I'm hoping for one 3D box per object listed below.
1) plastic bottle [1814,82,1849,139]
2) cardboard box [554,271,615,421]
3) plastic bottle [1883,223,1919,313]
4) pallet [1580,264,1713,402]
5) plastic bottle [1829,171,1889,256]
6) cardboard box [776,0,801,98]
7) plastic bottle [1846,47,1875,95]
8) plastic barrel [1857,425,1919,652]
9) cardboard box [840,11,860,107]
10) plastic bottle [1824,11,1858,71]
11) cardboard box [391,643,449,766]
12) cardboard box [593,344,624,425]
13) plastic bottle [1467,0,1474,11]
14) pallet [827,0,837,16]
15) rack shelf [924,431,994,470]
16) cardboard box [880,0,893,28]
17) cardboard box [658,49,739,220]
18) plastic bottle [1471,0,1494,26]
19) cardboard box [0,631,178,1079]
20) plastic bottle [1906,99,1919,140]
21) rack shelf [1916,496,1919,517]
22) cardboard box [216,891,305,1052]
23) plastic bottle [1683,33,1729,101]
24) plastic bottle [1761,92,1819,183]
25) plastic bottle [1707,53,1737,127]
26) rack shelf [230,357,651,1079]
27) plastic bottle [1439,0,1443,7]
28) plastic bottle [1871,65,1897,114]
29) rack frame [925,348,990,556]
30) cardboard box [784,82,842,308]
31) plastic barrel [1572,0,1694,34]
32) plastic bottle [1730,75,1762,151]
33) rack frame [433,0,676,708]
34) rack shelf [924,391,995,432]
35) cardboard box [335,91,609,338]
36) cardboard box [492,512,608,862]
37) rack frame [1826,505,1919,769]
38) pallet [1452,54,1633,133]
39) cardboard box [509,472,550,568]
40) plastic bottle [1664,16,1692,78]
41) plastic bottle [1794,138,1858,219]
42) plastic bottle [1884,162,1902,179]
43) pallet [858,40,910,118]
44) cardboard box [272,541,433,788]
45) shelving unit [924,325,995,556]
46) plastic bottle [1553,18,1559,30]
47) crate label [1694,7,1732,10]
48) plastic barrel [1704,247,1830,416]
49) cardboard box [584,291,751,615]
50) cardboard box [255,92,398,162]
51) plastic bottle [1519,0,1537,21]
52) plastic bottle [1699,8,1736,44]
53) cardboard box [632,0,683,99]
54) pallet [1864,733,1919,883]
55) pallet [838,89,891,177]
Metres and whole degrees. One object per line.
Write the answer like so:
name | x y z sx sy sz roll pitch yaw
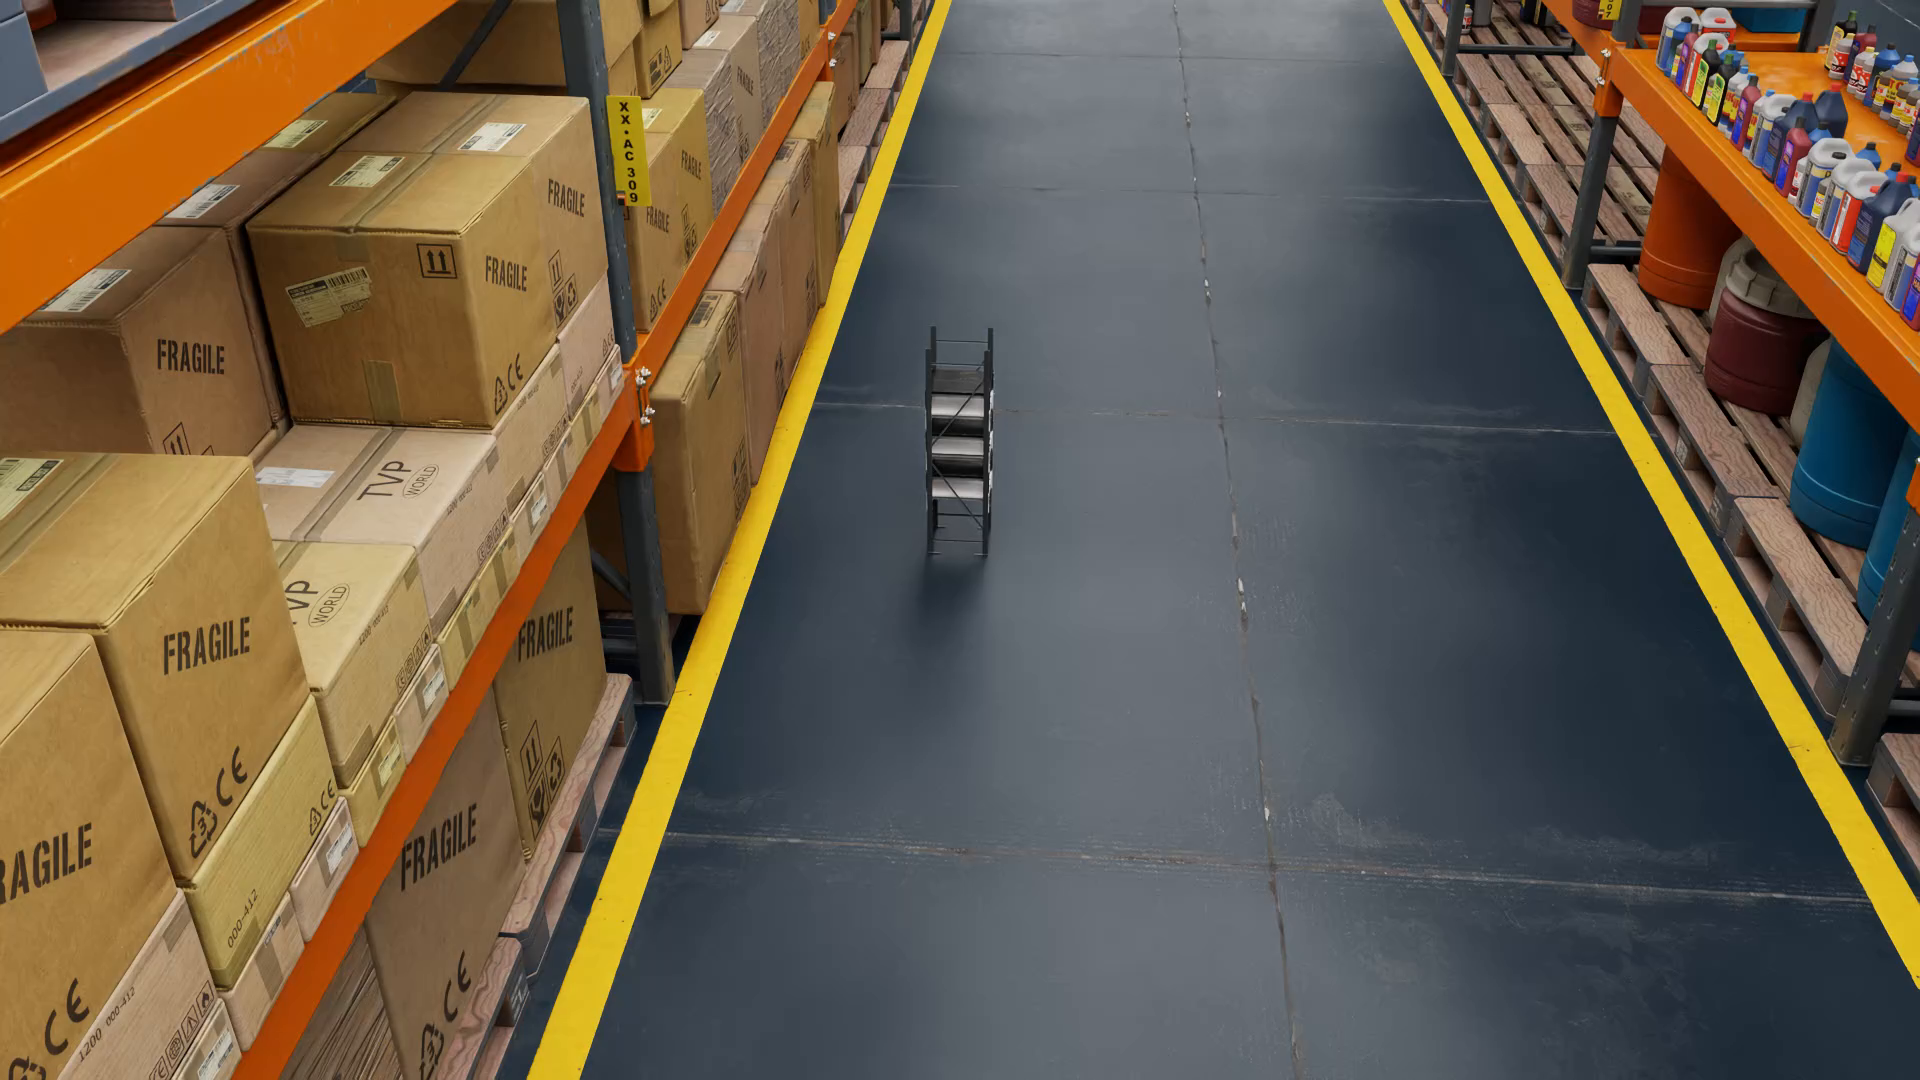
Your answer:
plastic bottle | 3.427 -1.646 6.609 0.144 0.351 0.185 2 32 4
cardboard box | -1.285 -0.565 4.667 0.500 0.250 0.500 2 32 3
plastic bottle | 3.165 -0.891 5.454 0.152 0.276 0.135 2 32 4
pallet | 3.729 -1.023 8.209 1.003 0.211 1.213 2 32 4
plastic bottle | 3.206 -1.154 5.882 0.152 0.276 0.135 2 32 4
cardboard box | -1.025 -2.349 7.607 0.500 0.500 0.500 2 32 4
plastic bottle | 4.097 -2.130 7.536 0.097 0.201 0.097 0 32 0
plastic barrel | 3.487 -0.102 5.656 0.600 0.901 0.708 2 32 4
cardboard box | -1.034 -3.189 11.029 0.700 0.500 0.500 0 32 0
plastic bottle | 4.144 -2.345 7.807 0.061 0.283 0.133 2 32 4
cardboard box | -1.335 0.341 3.576 0.380 0.149 0.250 3 32 5
cardboard box | -1.209 -0.464 4.883 0.380 0.149 0.250 3 32 4
plastic bottle | 3.842 -4.124 12.689 0.144 0.351 0.185 2 32 3
pallet | -1.233 -3.131 9.155 1.213 0.211 1.003 2 32 4
rack shelf | -0.001 -0.350 6.525 0.258 0.077 0.200 2 32 4
cardboard box | -0.787 -4.249 12.768 0.500 0.500 0.500 2 32 2
cardboard box | -1.143 -1.541 6.296 0.500 0.500 0.500 2 32 3
plastic bottle | 3.986 -4.118 12.679 0.144 0.351 0.185 2 32 4
cardboard box | -1.488 0.465 2.282 0.500 0.500 0.500 2 32 3
plastic bottle | 4.042 -1.773 6.958 0.097 0.201 0.097 0 32 0
rack shelf | 3.263 0.820 3.247 1.077 0.370 4.000 2 32 4
cardboard box | -1.397 0.746 2.920 0.380 0.149 0.250 2 32 3
plastic bottle | 3.356 -2.117 7.444 0.152 0.276 0.135 2 32 4
plastic bottle | 3.264 -1.582 6.505 0.144 0.351 0.185 2 32 4
plastic bottle | 3.281 -1.931 7.136 0.061 0.283 0.133 2 32 4
rack shelf | -1.674 0.608 3.590 1.077 0.370 4.000 2 32 4
plastic bottle | 3.884 -4.394 13.126 0.144 0.351 0.185 2 32 4
plastic bottle | 4.073 -1.977 7.288 0.097 0.201 0.097 0 32 0
rack frame | -0.009 -0.326 6.421 0.240 0.900 0.006 2 32 4
cardboard box | -1.262 -1.750 8.355 1.225 0.875 0.875 1 32 2
plastic barrel | 3.487 -2.938 8.528 0.600 0.536 0.708 2 32 4
plastic bottle | 3.254 -1.760 6.857 0.061 0.283 0.133 2 32 4
rack frame | -1.511 -0.744 5.098 1.000 3.000 0.127 2 32 4
rack shelf | -0.001 -0.504 6.430 0.258 0.077 0.200 2 32 4
cardboard box | -1.282 -0.874 4.454 0.500 0.500 0.500 3 32 5
cardboard box | -1.644 0.323 4.991 0.875 0.875 0.875 2 32 4
rack frame | 3.426 -0.532 4.755 1.000 3.000 0.127 2 32 4
pallet | 4.052 -3.116 11.605 1.003 0.211 1.213 2 32 4
cardboard box | -1.272 -0.060 4.228 0.380 0.149 0.250 3 32 5
plastic bottle | 3.357 -2.297 7.741 0.097 0.271 0.097 0 32 0
plastic bottle | 3.236 -1.346 6.193 0.152 0.276 0.135 2 32 4
plastic bottle | 3.343 -1.227 6.005 0.097 0.271 0.097 0 32 0
pallet | -0.922 -3.333 11.957 1.003 0.211 1.213 2 32 4
cardboard box | -1.411 0.238 3.365 0.500 0.250 0.500 2 32 3
shelving unit | -0.001 -0.379 6.507 0.258 0.900 0.210 2 32 4
plastic bottle | 4.556 -3.966 12.574 0.097 0.201 0.097 0 32 0
crate label | 4.102 -3.147 8.964 0.502 0.435 0.616 2 32 4
plastic barrel | 3.636 -0.929 7.297 0.600 0.588 0.708 2 32 4
cardboard box | -1.479 -0.354 6.090 1.225 0.875 0.875 3 32 4
cardboard box | -1.805 -0.887 4.474 0.500 0.500 0.500 2 32 4
plastic bottle | 4.413 -4.186 12.789 0.144 0.351 0.185 2 32 4
plastic bottle | 3.545 -2.352 7.826 0.152 0.276 0.135 2 32 4
cardboard box | -1.400 -1.906 5.933 0.797 0.503 0.637 3 32 5
pallet | 3.404 1.041 4.860 1.003 0.211 1.213 2 32 4
pallet | -1.018 -2.693 10.919 1.003 0.211 1.213 2 32 4
